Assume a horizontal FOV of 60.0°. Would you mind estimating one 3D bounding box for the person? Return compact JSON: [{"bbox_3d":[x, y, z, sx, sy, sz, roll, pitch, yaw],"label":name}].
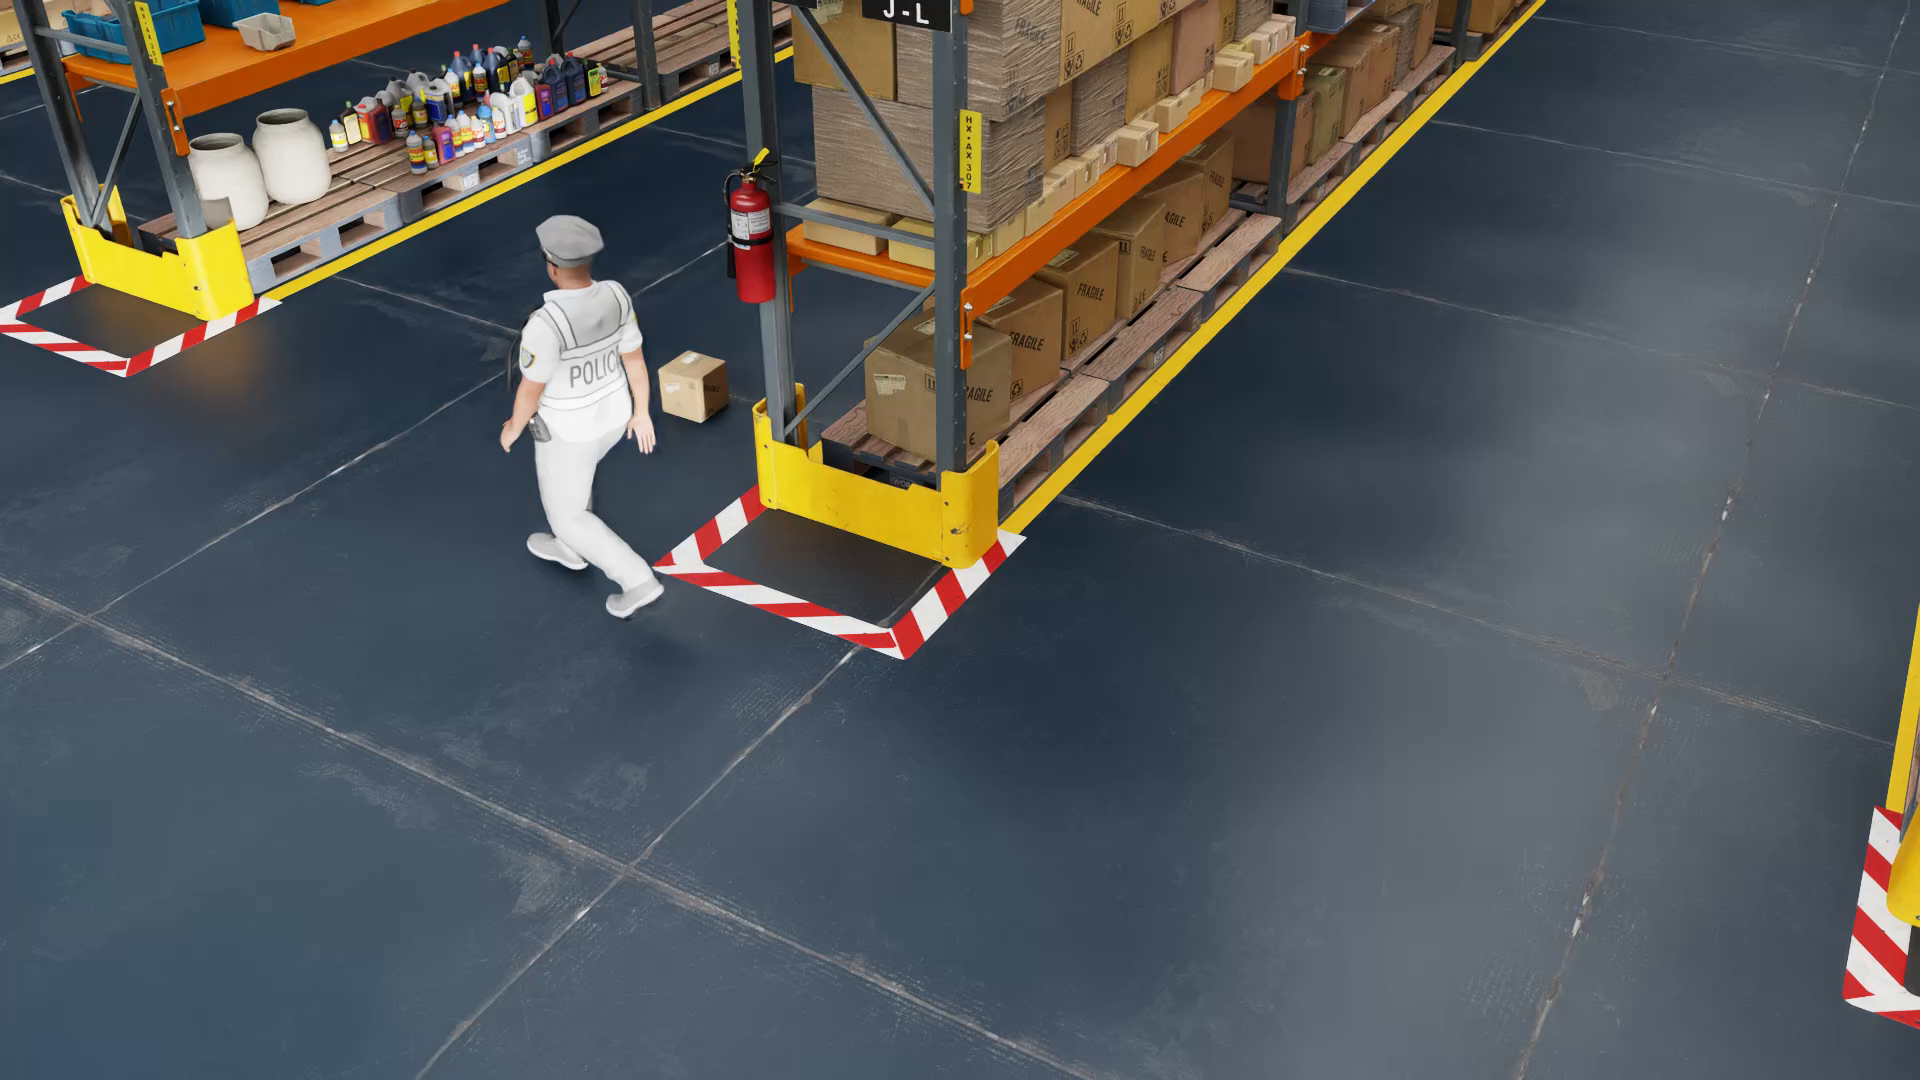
[{"bbox_3d":[-1.583,-0.520,6.888,0.938,1.710,0.540,19,38,26],"label":"person"}]
